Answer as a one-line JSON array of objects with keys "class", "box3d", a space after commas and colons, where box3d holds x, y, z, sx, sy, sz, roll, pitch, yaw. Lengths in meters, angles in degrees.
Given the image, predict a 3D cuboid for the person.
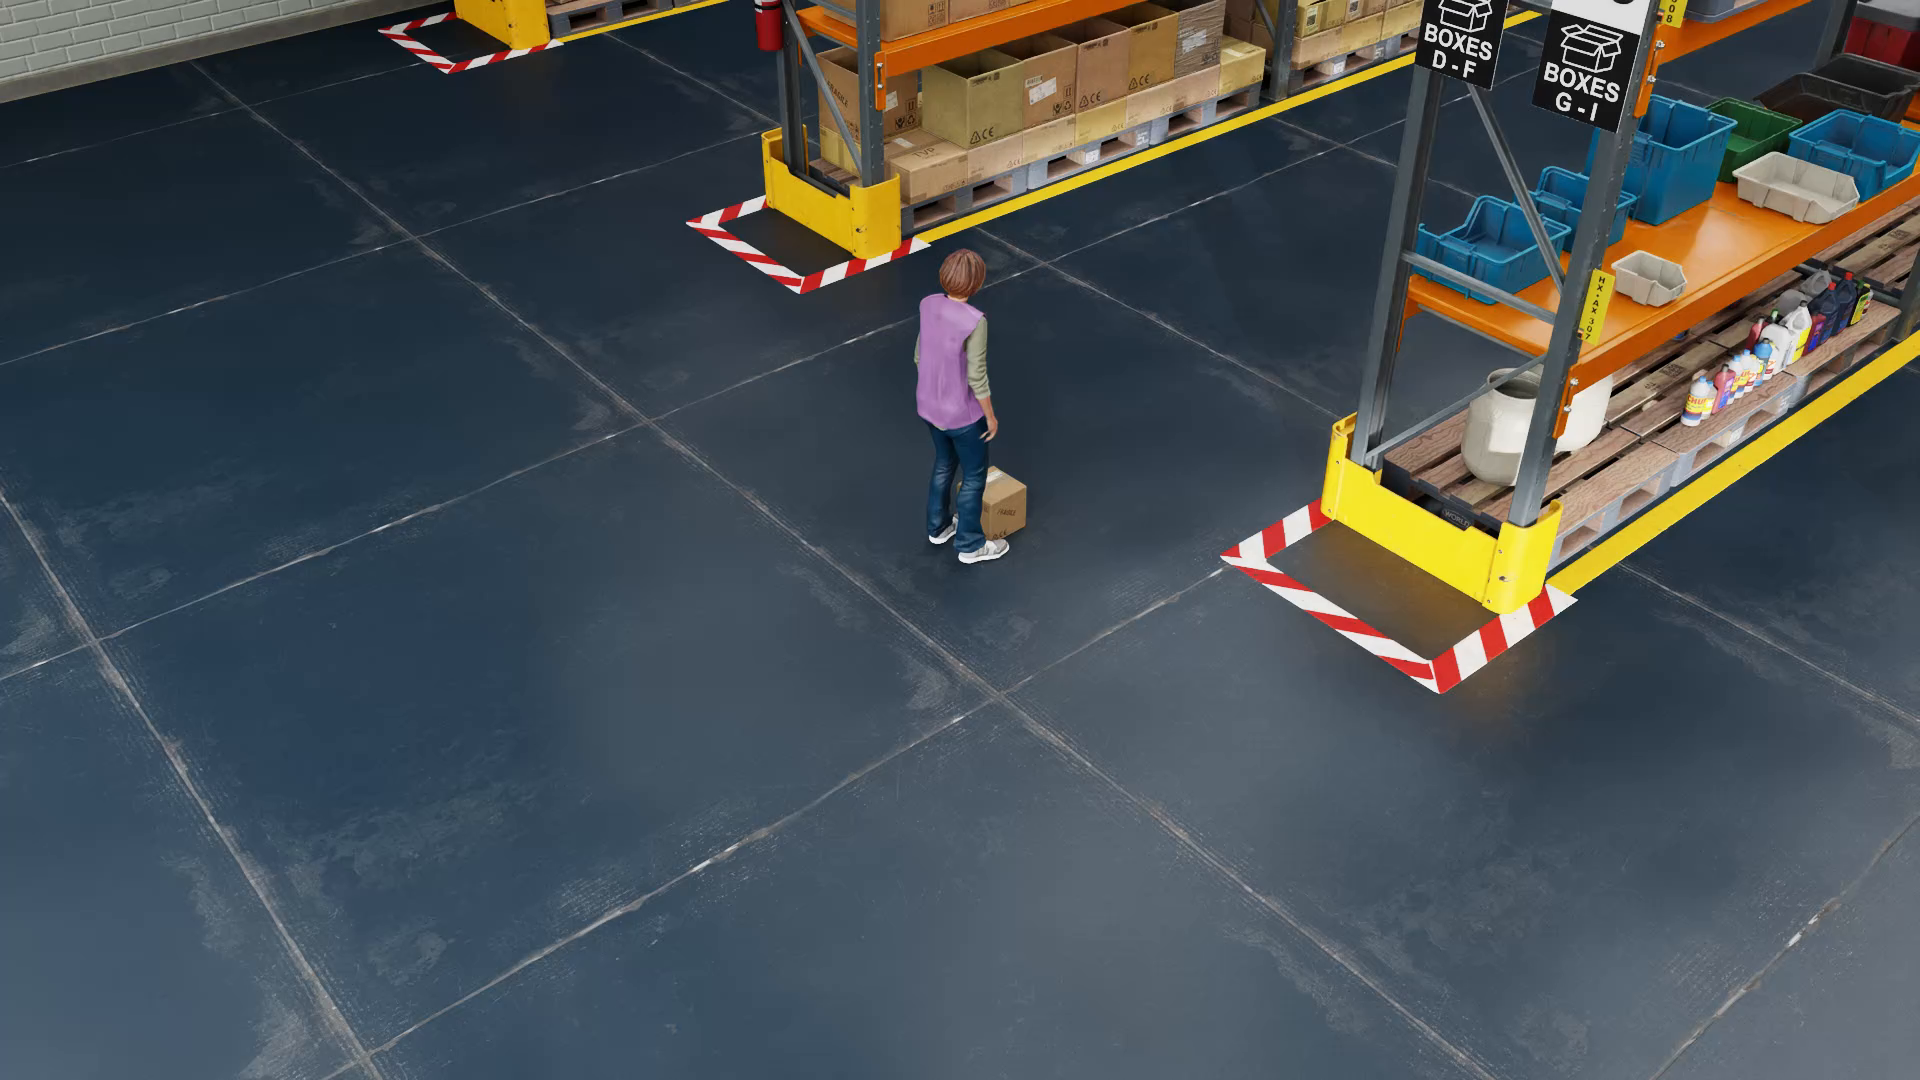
[{"class": "person", "box3d": [-0.016, -0.621, 7.935, 0.342, 1.582, 0.485, -29, 45, -34]}]
